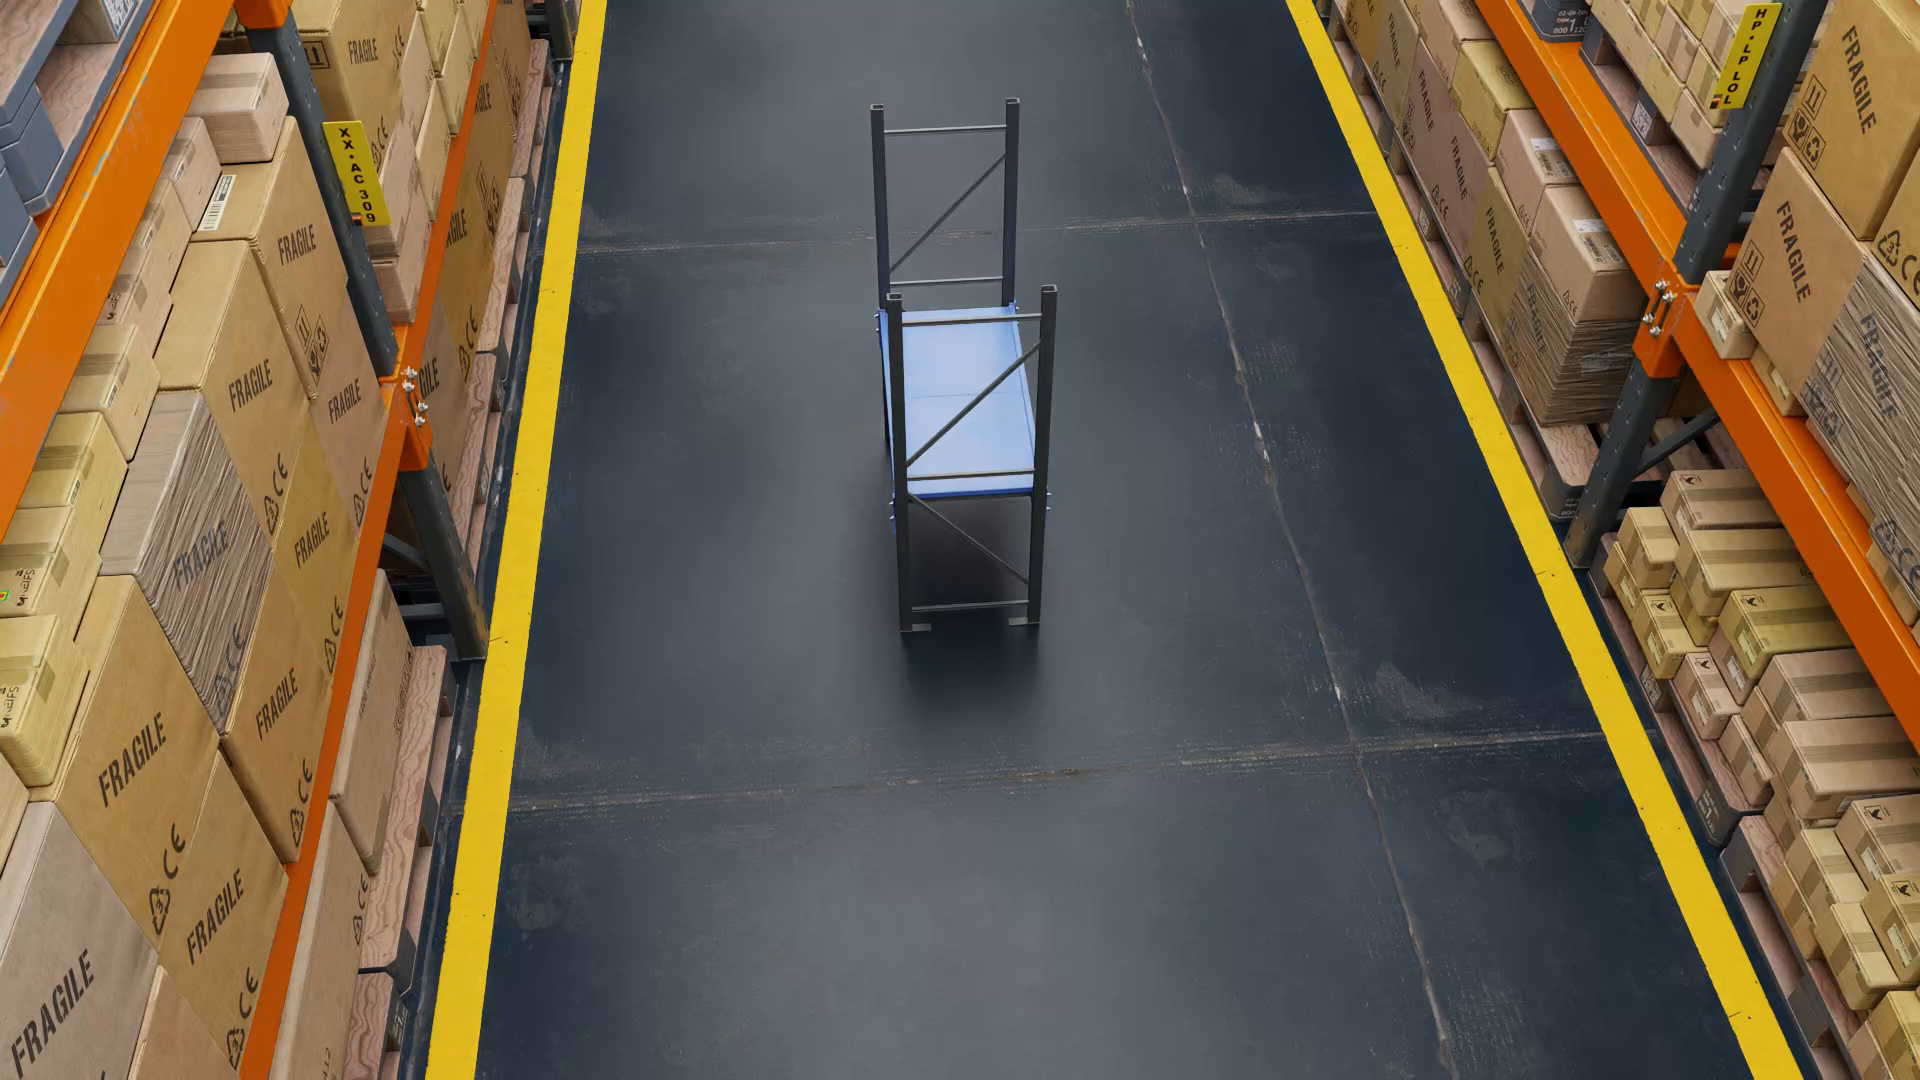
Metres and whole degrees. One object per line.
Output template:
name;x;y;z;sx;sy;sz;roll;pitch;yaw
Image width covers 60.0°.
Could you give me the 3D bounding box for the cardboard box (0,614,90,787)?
cardboard box;-1.675;0.275;2.719;0.380;0.149;0.250;-5;47;-4

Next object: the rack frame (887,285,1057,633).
rack frame;0.035;-0.210;5.416;0.500;1.500;0.032;-3;47;-3

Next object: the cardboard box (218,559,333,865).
cardboard box;-1.769;0.401;3.736;0.500;0.500;0.500;-4;47;-4

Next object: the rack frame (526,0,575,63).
rack frame;-2.503;-3.514;7.512;1.000;3.000;0.127;-3;47;-3

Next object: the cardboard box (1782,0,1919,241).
cardboard box;2.551;-1.133;4.294;0.500;0.500;0.500;-2;47;-2

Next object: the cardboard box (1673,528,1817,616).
cardboard box;2.543;0.102;5.352;0.380;0.149;0.250;-1;47;-1

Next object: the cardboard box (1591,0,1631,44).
cardboard box;2.464;-1.877;5.845;0.380;0.149;0.250;-6;47;-5

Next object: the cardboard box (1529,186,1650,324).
cardboard box;2.442;-1.060;6.104;0.500;0.250;0.500;-5;47;-4

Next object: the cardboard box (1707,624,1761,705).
cardboard box;2.635;0.373;5.300;0.380;0.149;0.250;-4;47;-4

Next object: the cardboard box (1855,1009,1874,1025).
cardboard box;2.714;1.247;4.677;0.380;0.149;0.250;-2;47;-2

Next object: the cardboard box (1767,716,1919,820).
cardboard box;2.597;0.659;4.825;0.380;0.149;0.250;-3;47;-2

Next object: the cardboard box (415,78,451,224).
cardboard box;-1.987;-1.277;5.496;0.500;0.250;0.500;-5;47;-4

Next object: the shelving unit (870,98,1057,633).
shelving unit;-0.007;-0.577;5.764;0.538;1.500;1.048;-3;47;-3

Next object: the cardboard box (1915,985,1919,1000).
cardboard box;2.734;1.220;4.293;0.380;0.149;0.250;-5;47;-5

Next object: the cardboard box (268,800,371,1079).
cardboard box;-2.147;1.226;4.499;0.875;0.438;0.875;-5;47;-4

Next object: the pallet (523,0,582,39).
pallet;-2.567;-3.120;9.060;1.003;0.211;1.213;-3;47;-3

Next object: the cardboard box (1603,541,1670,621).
cardboard box;2.467;0.125;5.740;0.380;0.149;0.250;-5;47;-5

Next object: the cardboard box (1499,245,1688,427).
cardboard box;2.443;-0.799;6.373;0.500;0.500;0.500;-4;47;-4

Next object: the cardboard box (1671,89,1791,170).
cardboard box;2.526;-1.327;5.324;0.380;0.149;0.250;-4;47;-4

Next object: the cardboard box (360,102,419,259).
cardboard box;-1.924;-1.075;4.962;0.500;0.250;0.500;-5;47;-4

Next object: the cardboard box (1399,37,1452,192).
cardboard box;2.320;-1.911;7.426;0.500;0.500;0.500;-5;47;-4

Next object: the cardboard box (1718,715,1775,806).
cardboard box;2.632;0.675;5.219;0.380;0.149;0.250;-4;47;-4

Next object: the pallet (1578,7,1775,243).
pallet;2.837;-1.489;5.727;1.003;0.211;1.213;-3;47;-3

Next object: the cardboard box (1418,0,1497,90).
cardboard box;2.309;-2.191;7.175;0.500;0.250;0.500;-3;47;-3

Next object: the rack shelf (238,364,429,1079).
rack shelf;-2.001;1.075;3.662;1.077;0.370;4.000;-3;47;-3

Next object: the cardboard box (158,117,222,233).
cardboard box;-1.911;-0.820;3.756;0.380;0.149;0.250;-2;47;-2

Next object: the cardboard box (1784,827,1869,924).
cardboard box;2.612;0.956;4.748;0.380;0.149;0.250;-4;47;-4

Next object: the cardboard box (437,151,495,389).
cardboard box;-2.383;-1.130;6.429;0.875;0.875;0.875;-2;47;-2

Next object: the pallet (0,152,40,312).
pallet;-2.011;-0.147;2.319;1.003;0.211;1.213;-3;47;-3

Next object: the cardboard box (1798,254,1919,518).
cardboard box;2.595;-0.399;4.288;0.500;0.500;0.500;-3;47;-3

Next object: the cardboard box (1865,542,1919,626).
cardboard box;2.597;0.073;4.288;0.380;0.149;0.250;-3;47;-3

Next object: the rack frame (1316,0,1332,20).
rack frame;2.421;-3.888;7.866;1.000;3.000;0.127;-3;47;-3

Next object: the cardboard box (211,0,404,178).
cardboard box;-1.918;-1.334;4.690;0.500;0.500;0.500;-3;47;-3

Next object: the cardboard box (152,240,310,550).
cardboard box;-1.819;-0.306;3.716;0.500;0.500;0.500;-4;47;-4

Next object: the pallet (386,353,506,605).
pallet;-2.308;-0.214;6.308;1.003;0.211;1.213;-3;47;-3

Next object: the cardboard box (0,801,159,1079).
cardboard box;-1.691;0.786;2.682;0.500;0.500;0.500;-4;47;-4

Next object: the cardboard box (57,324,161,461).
cardboard box;-1.804;-0.278;3.243;0.380;0.149;0.250;-4;47;-4

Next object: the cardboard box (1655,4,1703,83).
cardboard box;2.503;-1.620;5.398;0.380;0.149;0.250;-3;47;-3

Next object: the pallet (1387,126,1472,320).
pallet;2.584;-1.483;7.509;1.003;0.211;1.213;-3;47;-3

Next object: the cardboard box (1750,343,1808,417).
cardboard box;2.550;-0.500;4.831;0.380;0.149;0.250;-2;47;-2

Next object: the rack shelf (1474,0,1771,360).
rack shelf;2.589;-2.193;6.757;1.077;0.370;4.000;-3;47;-3

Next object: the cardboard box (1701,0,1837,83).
cardboard box;2.528;-1.535;5.112;0.380;0.149;0.250;-2;47;-1
